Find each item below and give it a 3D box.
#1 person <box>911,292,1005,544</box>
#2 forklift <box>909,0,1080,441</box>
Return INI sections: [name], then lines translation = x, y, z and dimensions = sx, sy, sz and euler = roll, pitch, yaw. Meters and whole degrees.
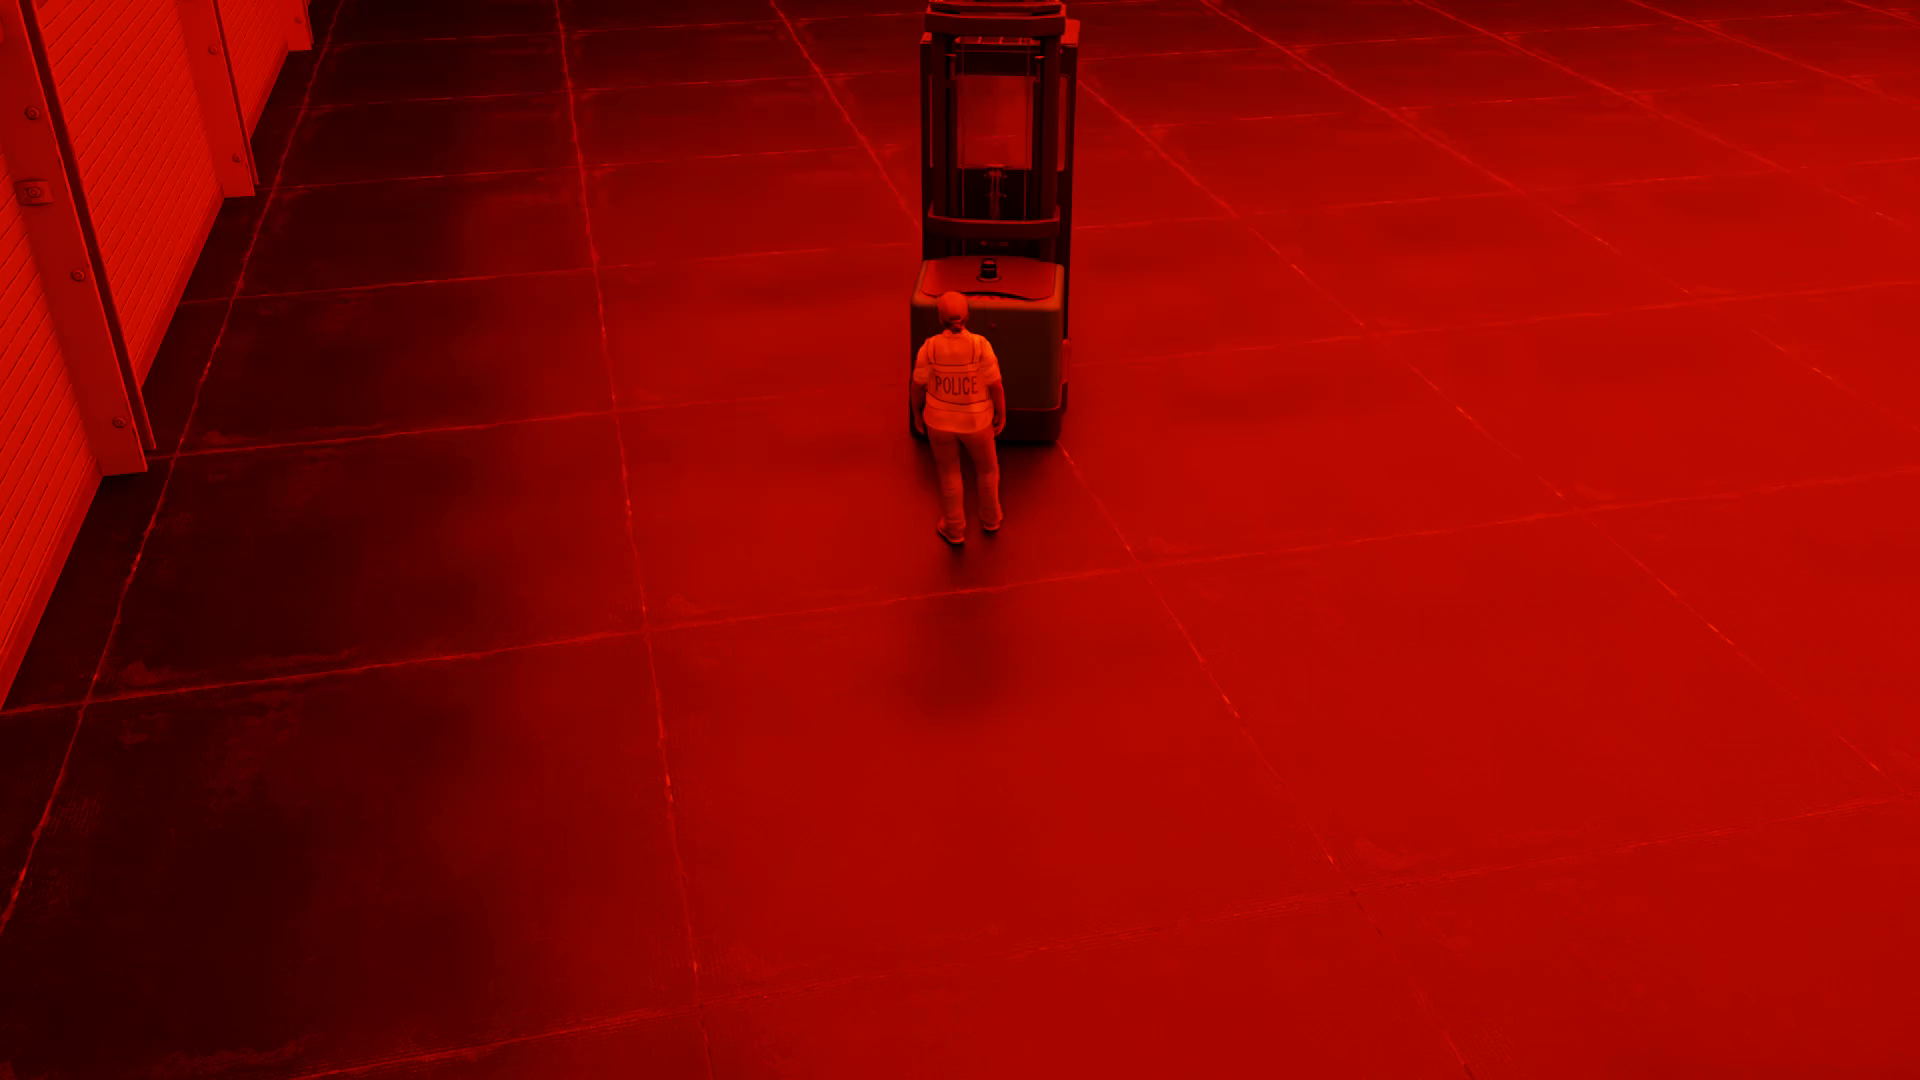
[person]
translation = 0.002, -0.779, 10.190
dimensions = 0.566, 1.669, 0.579
euler = 3, 30, 5
[forklift]
translation = 0.289, -2.664, 12.176
dimensions = 1.130, 2.935, 3.031
euler = 2, 30, 4
